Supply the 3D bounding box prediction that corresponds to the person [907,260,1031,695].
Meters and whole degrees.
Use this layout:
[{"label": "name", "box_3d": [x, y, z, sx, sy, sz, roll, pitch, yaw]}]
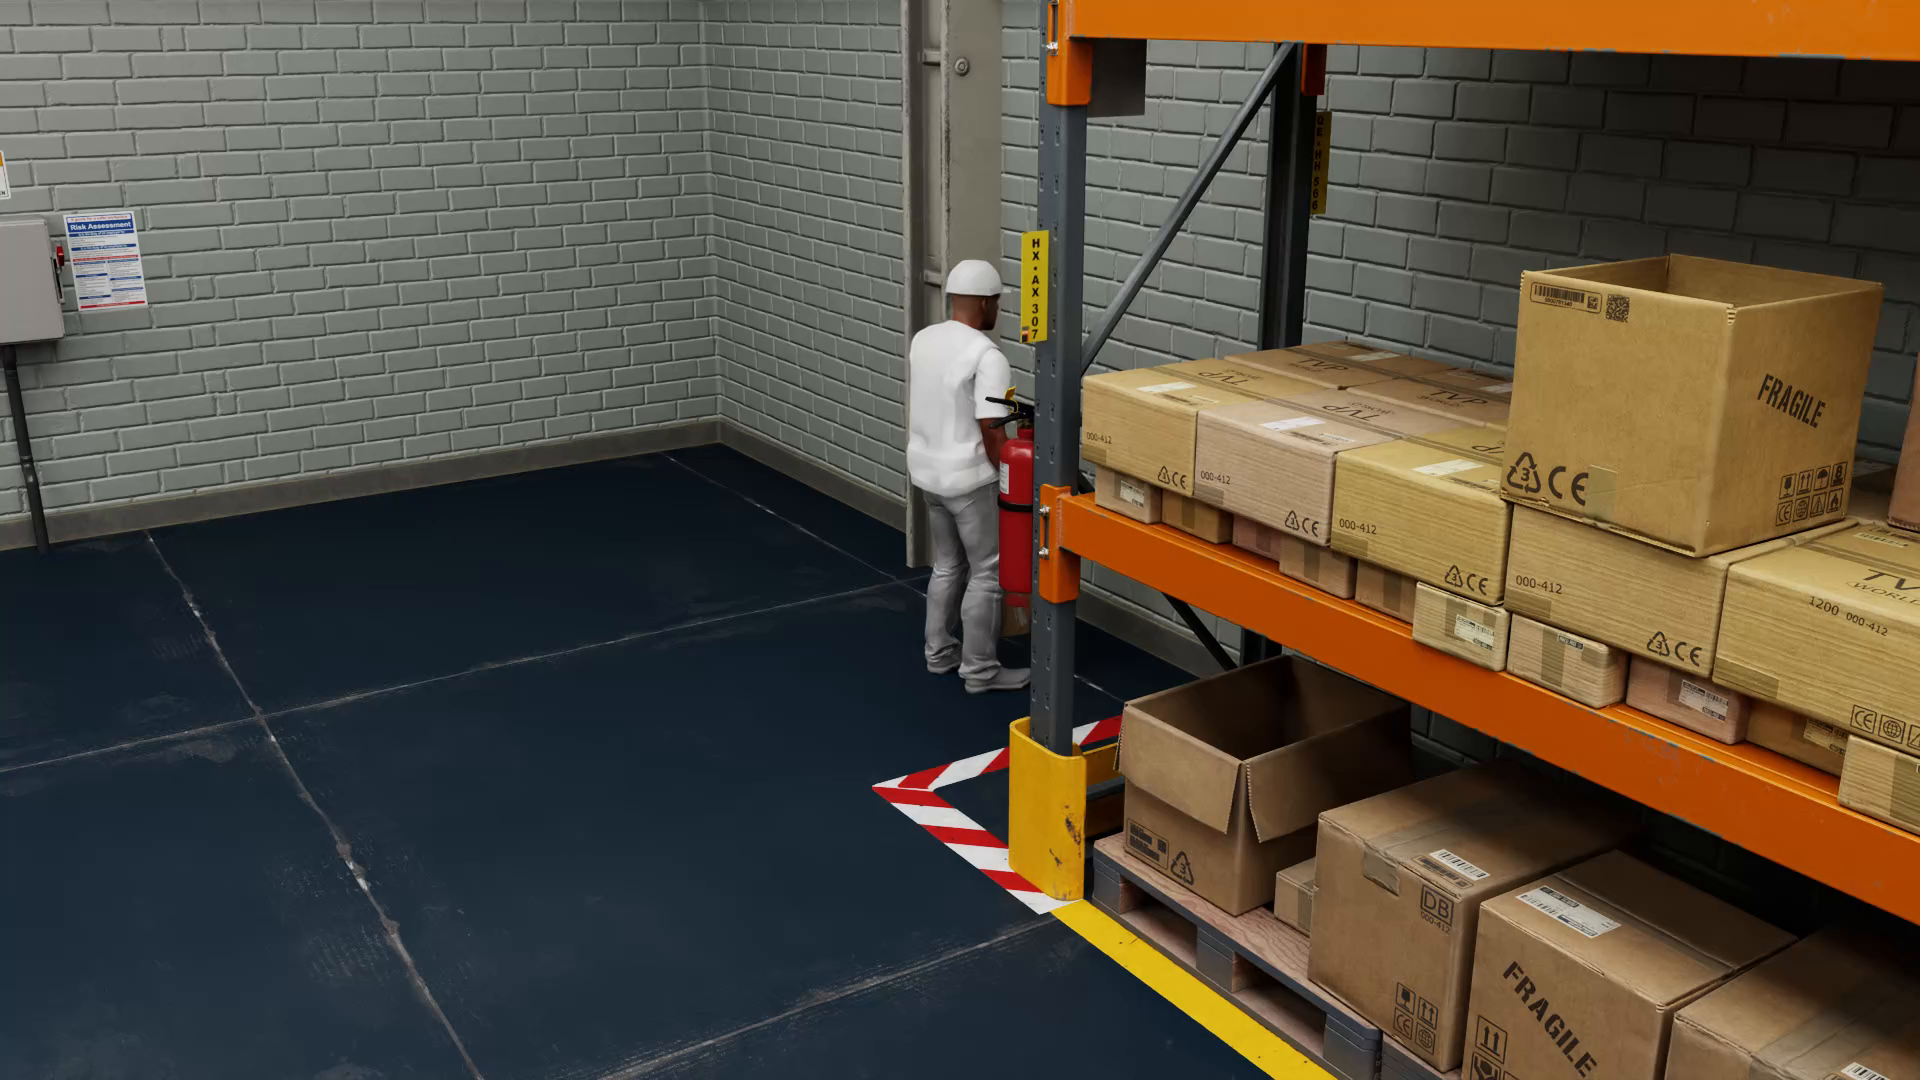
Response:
[{"label": "person", "box_3d": [0.024, -0.262, 6.830, 0.443, 1.763, 0.601, -12, 22, -33]}]
